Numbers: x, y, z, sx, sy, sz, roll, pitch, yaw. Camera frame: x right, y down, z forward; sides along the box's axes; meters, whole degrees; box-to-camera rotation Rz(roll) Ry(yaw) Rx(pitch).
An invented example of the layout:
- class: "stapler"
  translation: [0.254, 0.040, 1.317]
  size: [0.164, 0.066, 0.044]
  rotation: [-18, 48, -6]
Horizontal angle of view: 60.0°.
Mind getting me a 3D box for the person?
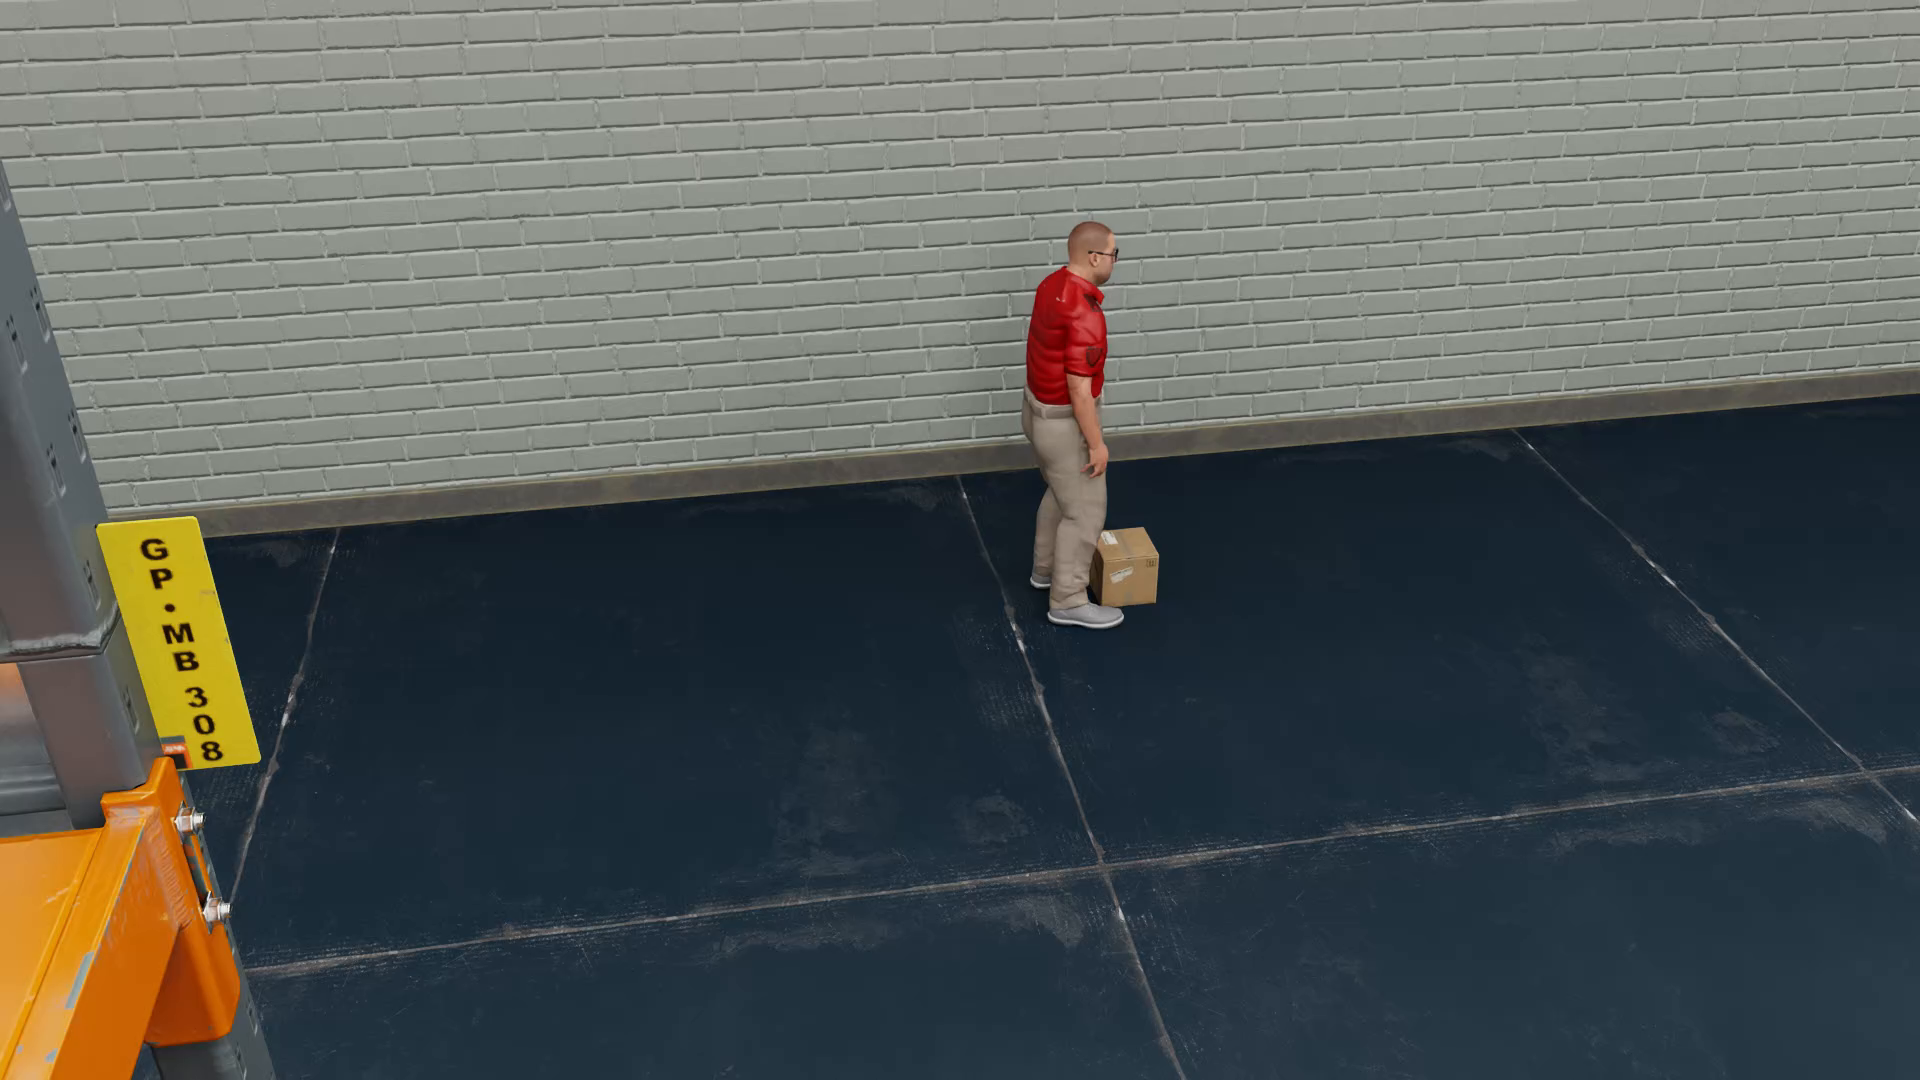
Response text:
- class: "person"
  translation: [0.473, -0.491, 6.979]
  size: [0.395, 1.726, 0.601]
  rotation: [-7, 31, -12]
